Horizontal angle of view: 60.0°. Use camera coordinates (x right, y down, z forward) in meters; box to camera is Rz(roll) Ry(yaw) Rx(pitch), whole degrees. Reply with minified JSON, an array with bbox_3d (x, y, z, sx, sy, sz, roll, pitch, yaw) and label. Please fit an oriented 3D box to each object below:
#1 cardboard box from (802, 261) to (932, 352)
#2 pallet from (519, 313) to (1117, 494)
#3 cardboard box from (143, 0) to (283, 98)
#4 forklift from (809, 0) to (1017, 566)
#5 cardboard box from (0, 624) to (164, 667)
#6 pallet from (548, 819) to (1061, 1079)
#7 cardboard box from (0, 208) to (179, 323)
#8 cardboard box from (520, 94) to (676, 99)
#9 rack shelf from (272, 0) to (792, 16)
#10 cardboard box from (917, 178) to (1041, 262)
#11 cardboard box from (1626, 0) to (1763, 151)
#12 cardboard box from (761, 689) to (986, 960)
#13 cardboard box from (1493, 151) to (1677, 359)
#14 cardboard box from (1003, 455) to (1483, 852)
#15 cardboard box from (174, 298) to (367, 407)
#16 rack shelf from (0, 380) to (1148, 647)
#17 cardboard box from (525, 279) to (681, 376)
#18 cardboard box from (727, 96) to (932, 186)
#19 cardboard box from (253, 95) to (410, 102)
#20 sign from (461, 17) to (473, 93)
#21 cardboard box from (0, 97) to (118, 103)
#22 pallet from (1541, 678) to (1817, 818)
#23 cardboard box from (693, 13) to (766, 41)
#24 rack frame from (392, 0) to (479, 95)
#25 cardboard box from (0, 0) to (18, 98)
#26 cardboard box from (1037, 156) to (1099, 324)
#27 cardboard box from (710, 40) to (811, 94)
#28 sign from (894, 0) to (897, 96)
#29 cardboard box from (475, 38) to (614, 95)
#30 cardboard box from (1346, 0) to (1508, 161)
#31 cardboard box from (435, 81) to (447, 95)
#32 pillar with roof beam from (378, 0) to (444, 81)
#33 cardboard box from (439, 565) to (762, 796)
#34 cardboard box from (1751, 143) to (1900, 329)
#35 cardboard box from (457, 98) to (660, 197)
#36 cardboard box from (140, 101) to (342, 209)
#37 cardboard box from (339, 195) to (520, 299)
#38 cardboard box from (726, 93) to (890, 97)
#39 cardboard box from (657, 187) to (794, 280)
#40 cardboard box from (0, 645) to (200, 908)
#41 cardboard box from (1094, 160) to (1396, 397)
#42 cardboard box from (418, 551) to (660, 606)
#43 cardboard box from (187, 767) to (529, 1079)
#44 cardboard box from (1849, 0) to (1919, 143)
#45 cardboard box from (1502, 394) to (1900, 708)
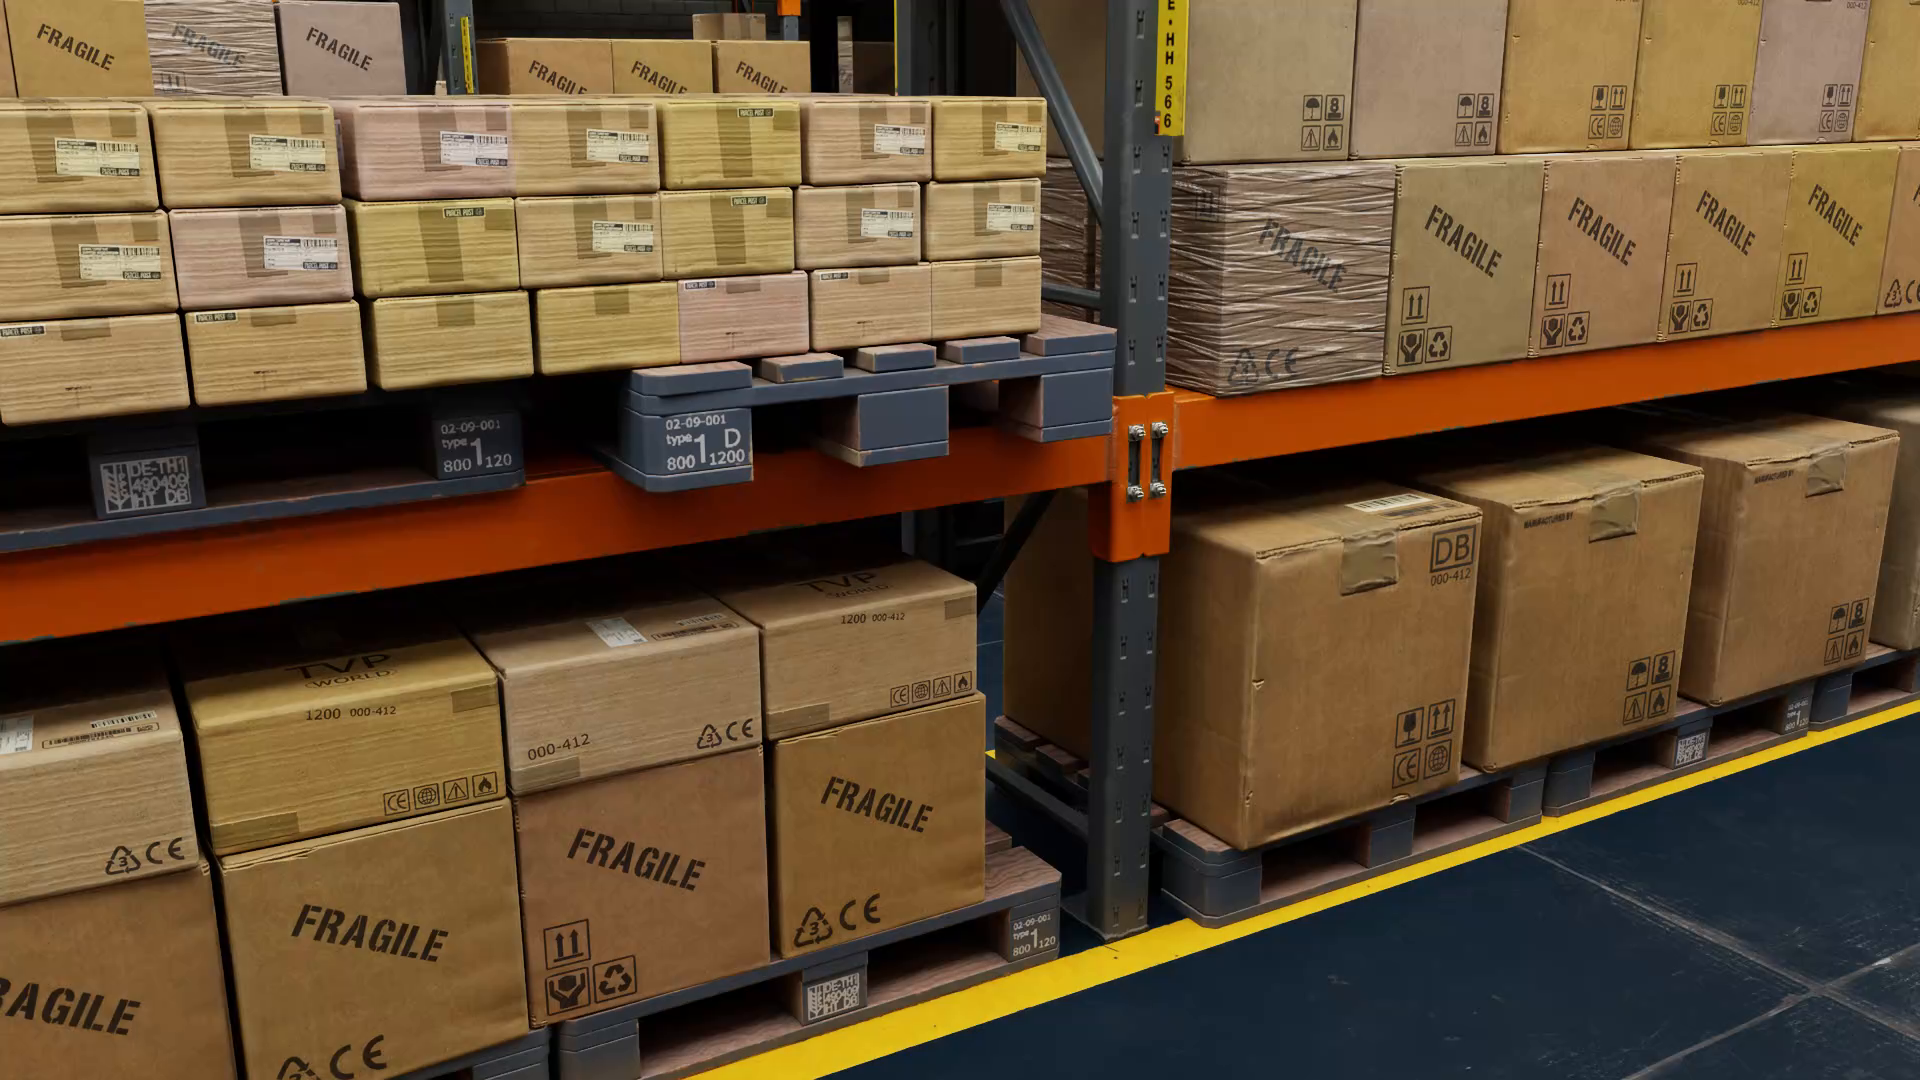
[{"bbox_3d":[-0.254,-0.475,3.236,0.250,0.149,0.380,-9,18,-30],"label":"cardboard box"},{"bbox_3d":[-0.411,-0.387,3.589,1.003,0.211,1.213,-9,18,-30],"label":"pallet"},{"bbox_3d":[-3.235,-2.058,7.158,0.500,0.500,0.500,-9,18,-29],"label":"cardboard box"},{"bbox_3d":[-0.546,-1.327,6.713,3.031,2.935,1.130,-9,18,-29],"label":"forklift"},{"bbox_3d":[-1.882,0.286,3.296,0.500,0.250,0.500,-10,19,-32],"label":"cardboard box"},{"bbox_3d":[-0.525,0.848,3.994,1.213,0.211,1.003,-9,18,-30],"label":"pallet"},{"bbox_3d":[-1.369,-0.438,2.551,0.250,0.149,0.380,-10,18,-31],"label":"cardboard box"},{"bbox_3d":[-0.792,-0.880,3.578,0.250,0.149,0.380,-9,18,-30],"label":"cardboard box"},{"bbox_3d":[-3.336,-4.258,12.819,4.000,0.370,1.077,-9,18,-30],"label":"rack shelf"},{"bbox_3d":[-0.044,-0.654,3.320,0.250,0.149,0.380,-9,18,-29],"label":"cardboard box"},{"bbox_3d":[1.845,-1.406,4.832,0.500,0.500,0.700,-9,18,-30],"label":"cardboard box"},{"bbox_3d":[-0.284,0.550,3.743,0.500,0.500,0.500,-9,18,-30],"label":"cardboard box"},{"bbox_3d":[1.536,-0.793,4.495,0.500,0.500,0.500,-9,18,-30],"label":"cardboard box"},{"bbox_3d":[0.714,0.214,4.479,0.750,0.750,1.050,-9,18,-30],"label":"cardboard box"},{"bbox_3d":[-1.143,-0.332,2.726,0.250,0.149,0.380,-9,18,-28],"label":"cardboard box"},{"bbox_3d":[-1.569,0.021,3.109,4.000,0.370,1.077,-9,18,-30],"label":"rack shelf"},{"bbox_3d":[-0.690,-0.406,2.987,0.250,0.149,0.380,-9,18,-30],"label":"cardboard box"},{"bbox_3d":[-0.255,-0.762,3.157,0.250,0.149,0.380,-9,18,-30],"label":"cardboard box"},{"bbox_3d":[-1.250,-0.806,3.312,0.250,0.149,0.380,-8,18,-27],"label":"cardboard box"},{"bbox_3d":[-2.202,-2.164,7.427,0.005,0.325,0.100,-9,18,-30],"label":"sign"},{"bbox_3d":[-1.692,-0.735,3.058,0.250,0.149,0.380,-10,18,-30],"label":"cardboard box"},{"bbox_3d":[1.905,0.479,5.310,1.213,0.211,1.003,-9,18,-30],"label":"pallet"},{"bbox_3d":[-1.233,-2.733,8.886,0.250,0.149,0.380,-10,19,-32],"label":"cardboard box"},{"bbox_3d":[-2.490,-1.734,8.040,0.127,3.000,1.000,-9,18,-30],"label":"rack frame"},{"bbox_3d":[-4.101,-1.922,6.672,0.500,0.500,0.500,-10,18,-31],"label":"cardboard box"},{"bbox_3d":[0.393,-0.776,4.436,0.500,0.500,0.500,-9,18,-30],"label":"cardboard box"},{"bbox_3d":[-1.091,-2.286,8.495,0.500,0.500,0.500,-9,18,-29],"label":"cardboard box"},{"bbox_3d":[-0.143,-1.289,4.304,0.005,0.325,0.100,-9,18,-30],"label":"sign"},{"bbox_3d":[-1.986,-2.137,7.961,0.500,0.500,0.500,-10,18,-31],"label":"cardboard box"},{"bbox_3d":[0.968,-1.263,4.322,0.500,0.500,0.700,-10,18,-31],"label":"cardboard box"},{"bbox_3d":[-3.972,-3.337,12.371,0.250,0.149,0.380,-9,18,-29],"label":"cardboard box"},{"bbox_3d":[-2.180,-5.165,9.162,0.400,9.000,9.100,-9,18,-30],"label":"pillar with roof beam"},{"bbox_3d":[-0.733,0.266,3.369,0.500,0.250,0.500,-9,18,-29],"label":"cardboard box"},{"bbox_3d":[2.398,-0.932,4.994,0.500,0.500,0.500,-9,18,-29],"label":"cardboard box"},{"bbox_3d":[-0.707,-0.688,2.892,0.250,0.149,0.380,-9,18,-28],"label":"cardboard box"},{"bbox_3d":[-1.148,-0.617,2.640,0.250,0.149,0.380,-8,18,-27],"label":"cardboard box"},{"bbox_3d":[-0.925,-0.510,2.809,0.250,0.149,0.380,-9,18,-30],"label":"cardboard box"},{"bbox_3d":[-0.354,-0.951,3.830,0.250,0.149,0.380,-9,18,-30],"label":"cardboard box"},{"bbox_3d":[-0.496,-0.579,3.054,0.250,0.149,0.380,-9,18,-28],"label":"cardboard box"},{"bbox_3d":[-1.619,0.407,2.864,0.500,0.250,0.500,-8,18,-28],"label":"cardboard box"},{"bbox_3d":[0.669,-0.651,3.990,0.500,0.500,0.500,-9,18,-29],"label":"cardboard box"},{"bbox_3d":[-1.005,0.148,3.790,0.500,0.250,0.500,-9,18,-30],"label":"cardboard box"},{"bbox_3d":[-1.176,0.699,3.213,0.500,0.500,0.500,-10,19,-32],"label":"cardboard box"},{"bbox_3d":[2.712,-1.546,5.331,0.500,0.500,0.700,-10,18,-31],"label":"cardboard box"},{"bbox_3d":[2.260,-0.038,5.377,0.750,0.750,1.050,-9,18,-30],"label":"cardboard box"}]
